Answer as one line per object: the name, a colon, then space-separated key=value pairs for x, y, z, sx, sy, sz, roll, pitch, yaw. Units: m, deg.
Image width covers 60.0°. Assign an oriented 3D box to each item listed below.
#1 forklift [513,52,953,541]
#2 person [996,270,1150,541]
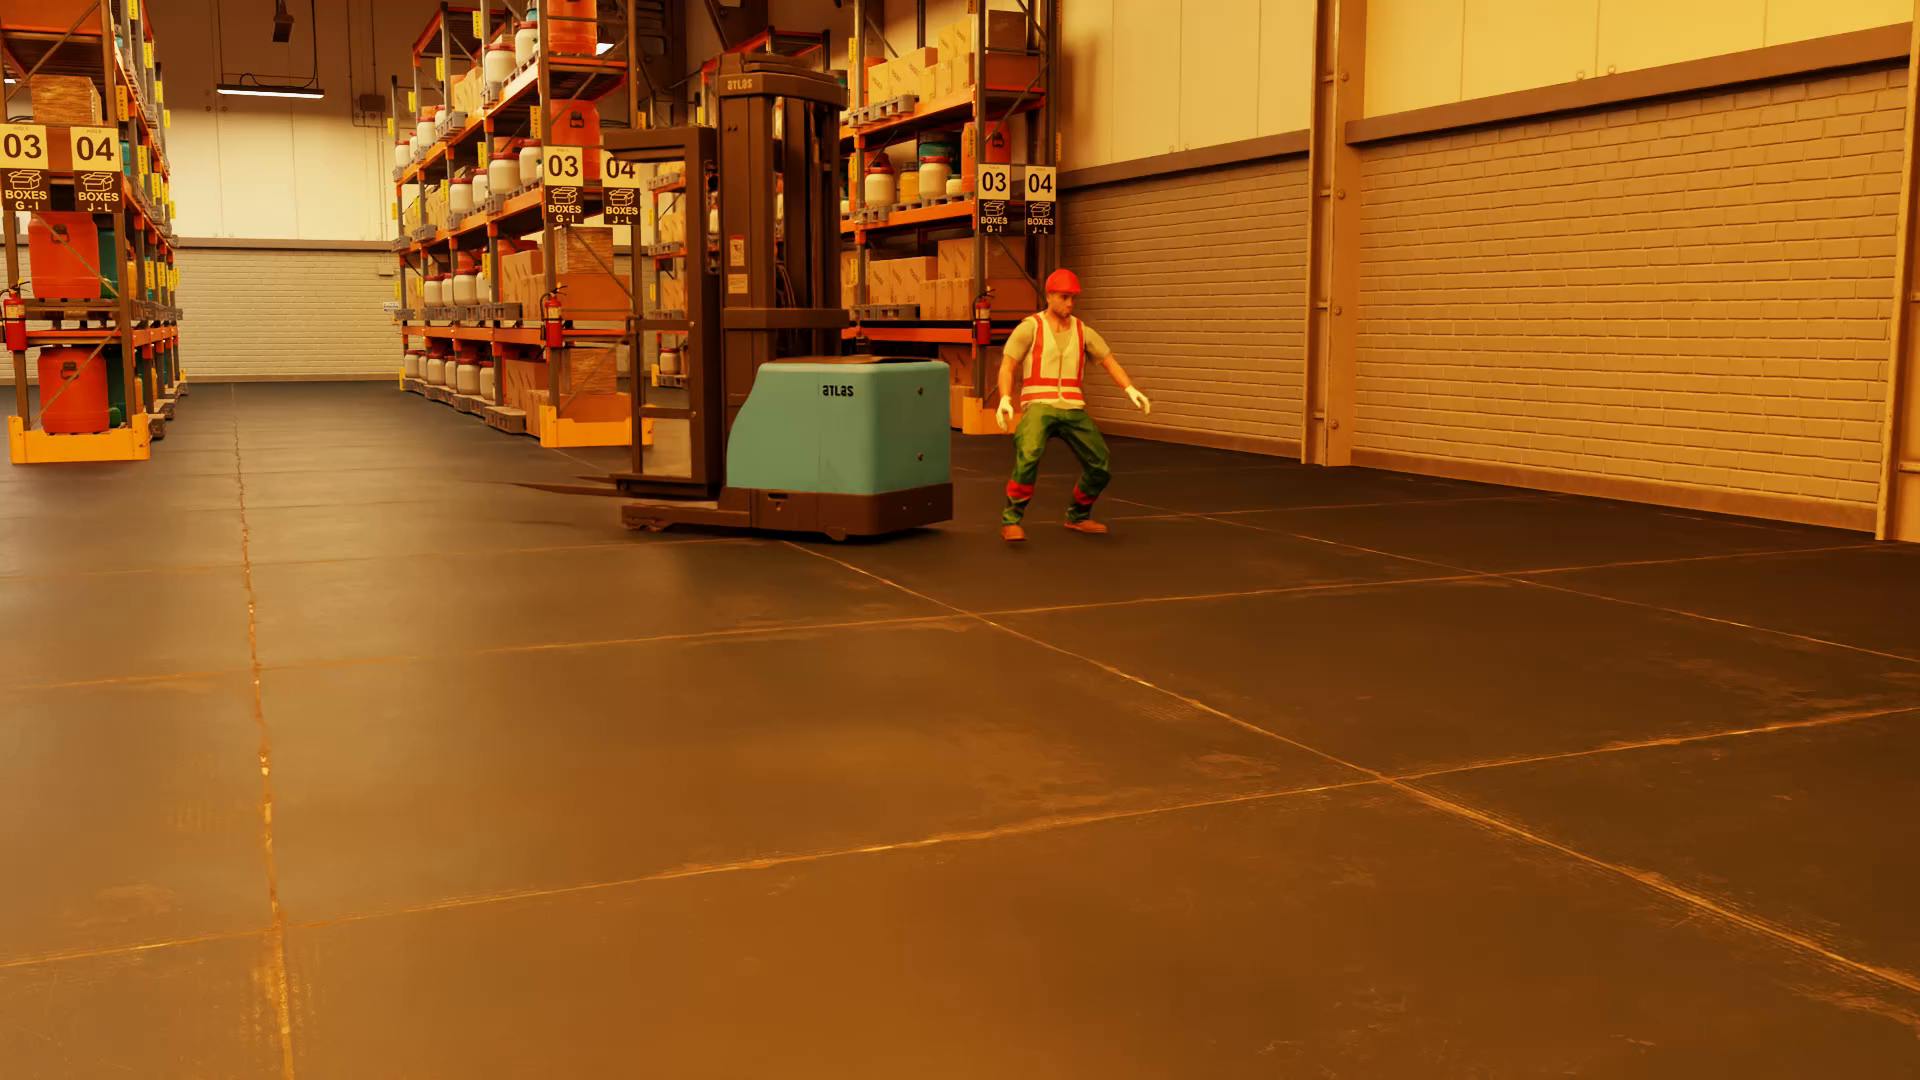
forklift: x=-1.583 y=-1.560 z=10.772 sx=3.031 sy=2.935 sz=1.130 roll=4 pitch=9 yaw=29
person: x=0.642 y=-0.818 z=10.133 sx=0.961 sy=1.640 sz=0.743 roll=-2 pitch=8 yaw=-18
